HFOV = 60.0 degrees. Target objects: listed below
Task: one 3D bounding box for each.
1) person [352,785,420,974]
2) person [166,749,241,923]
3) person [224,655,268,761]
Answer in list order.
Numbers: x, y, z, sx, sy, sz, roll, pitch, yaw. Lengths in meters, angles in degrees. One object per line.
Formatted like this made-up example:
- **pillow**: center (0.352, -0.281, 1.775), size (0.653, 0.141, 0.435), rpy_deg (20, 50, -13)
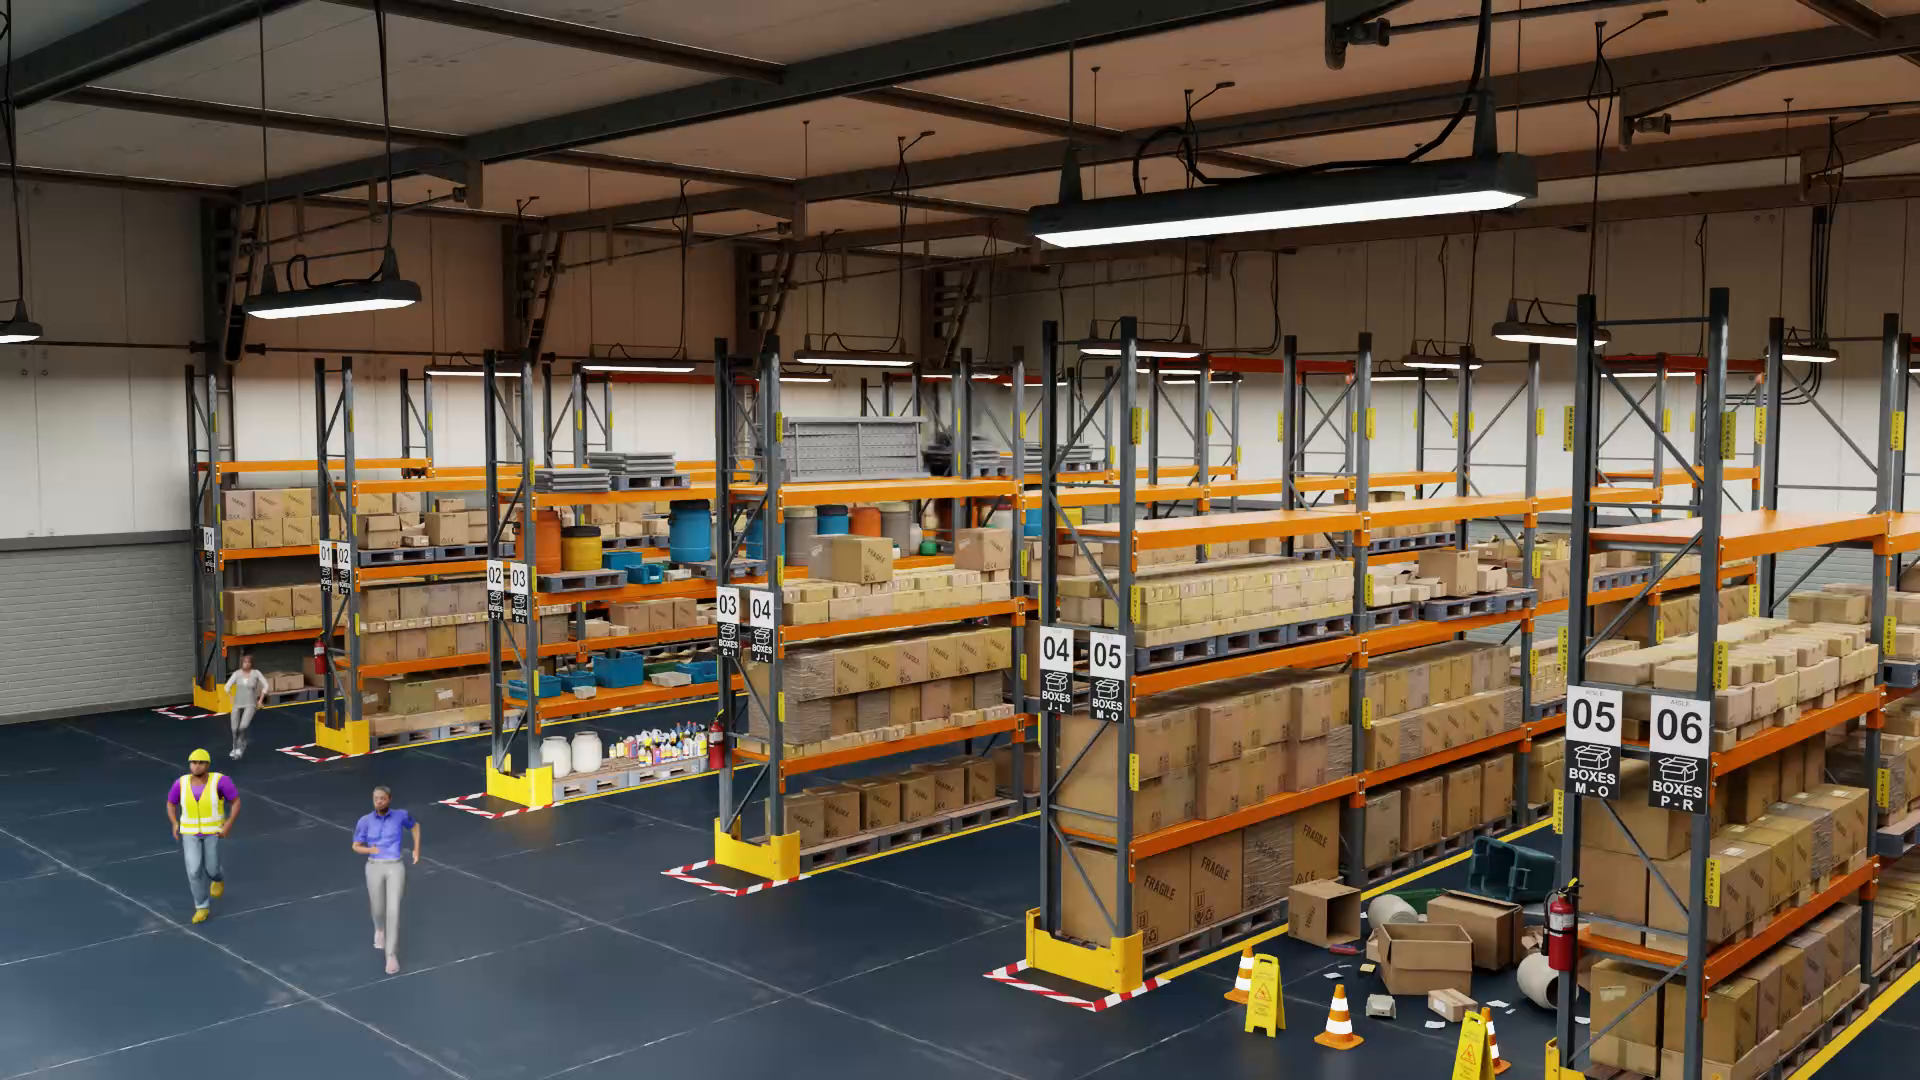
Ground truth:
- **person**: center (-5.394, 3.128, 15.622), size (0.586, 1.636, 0.995), rpy_deg (-1, 4, -13)
- **person**: center (-7.791, 2.995, 17.140), size (0.719, 1.737, 0.739), rpy_deg (-1, 5, -16)
- **person**: center (-10.639, 2.490, 24.759), size (0.592, 1.546, 0.592), rpy_deg (-1, 4, -9)
